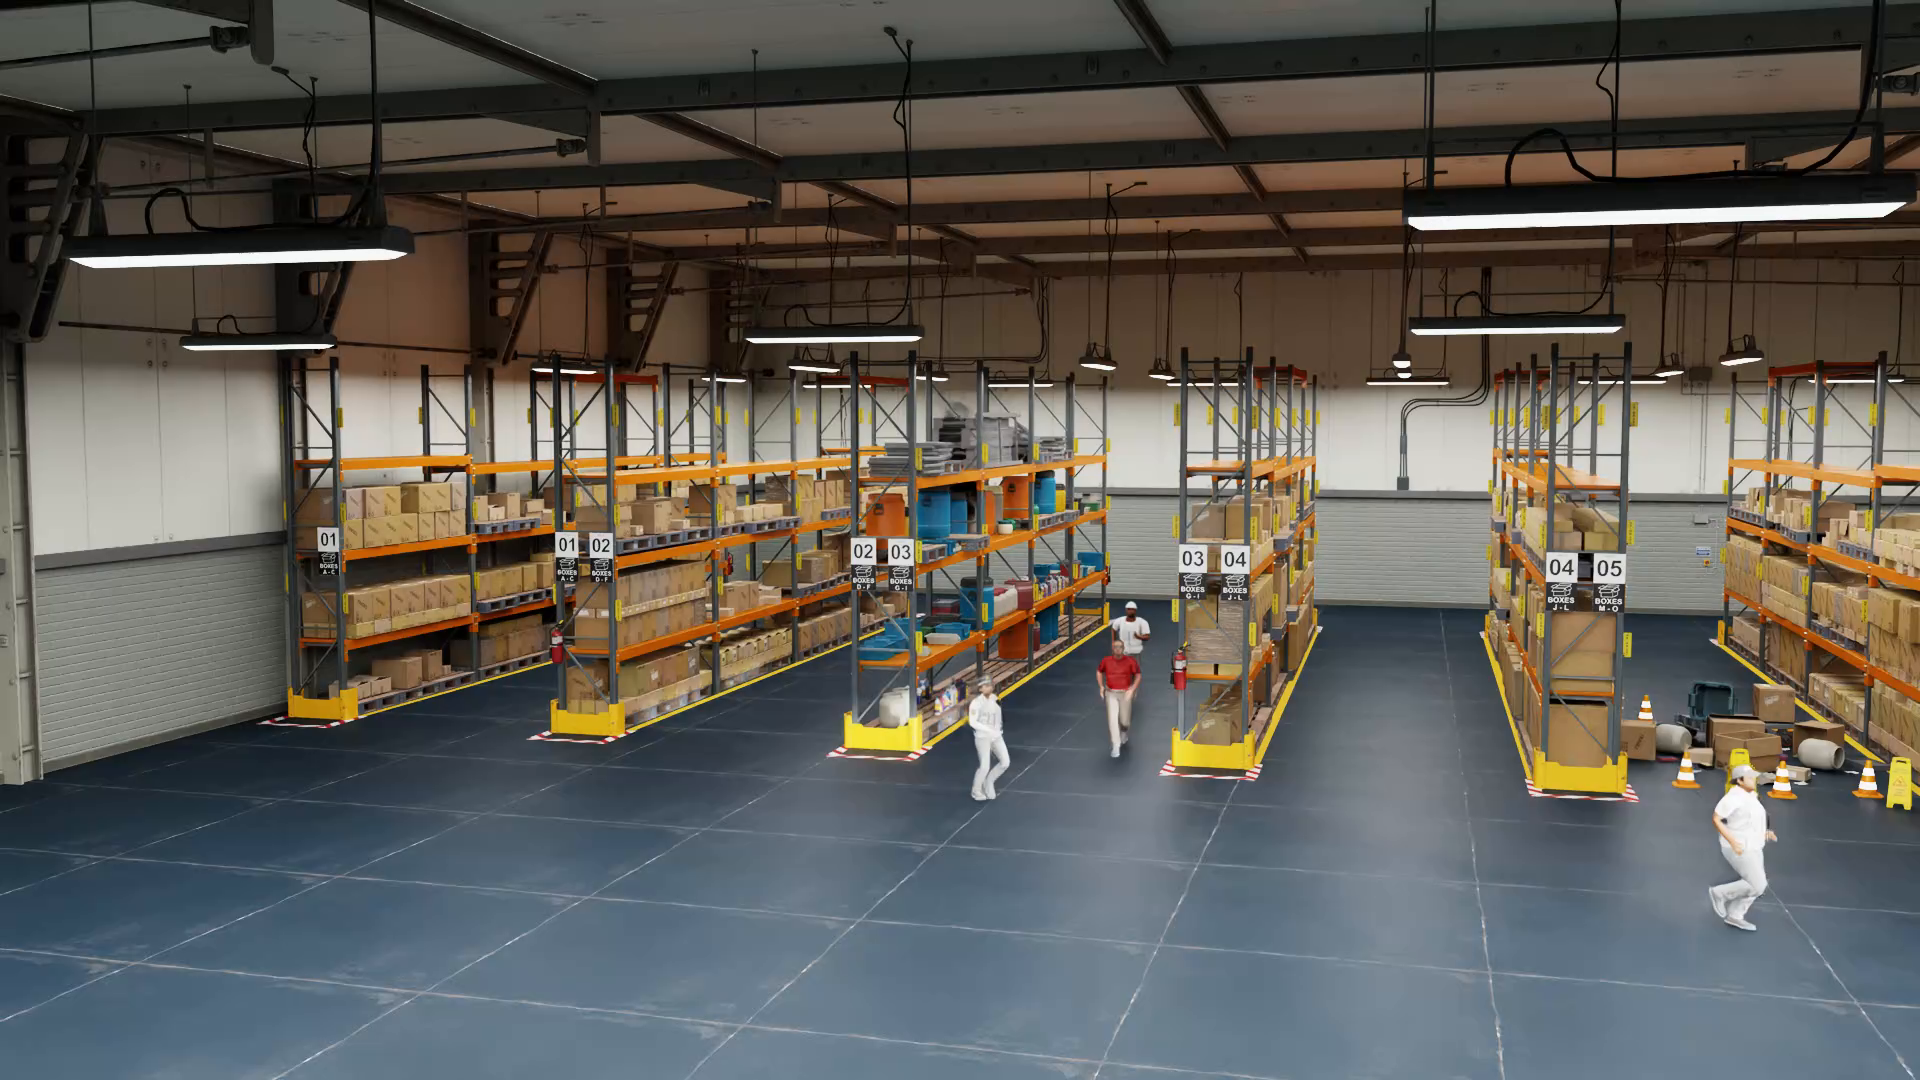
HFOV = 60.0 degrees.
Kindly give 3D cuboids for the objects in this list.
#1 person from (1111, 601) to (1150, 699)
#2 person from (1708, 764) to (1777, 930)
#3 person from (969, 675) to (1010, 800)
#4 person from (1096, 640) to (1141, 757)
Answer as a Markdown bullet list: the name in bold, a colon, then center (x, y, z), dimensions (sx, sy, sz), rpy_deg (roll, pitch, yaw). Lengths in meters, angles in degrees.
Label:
- **person**: center (2.976, 1.978, 29.054), dimensions (0.677, 1.821, 0.820), rpy_deg (0, 4, 6)
- **person**: center (7.675, 3.004, 16.269), dimensions (0.607, 1.624, 0.547), rpy_deg (-4, 6, -42)
- **person**: center (0.380, 2.573, 21.680), dimensions (0.617, 1.658, 0.589), rpy_deg (-3, 5, -38)
- **person**: center (2.373, 2.334, 24.903), dimensions (0.682, 1.710, 0.785), rpy_deg (1, 4, 9)
